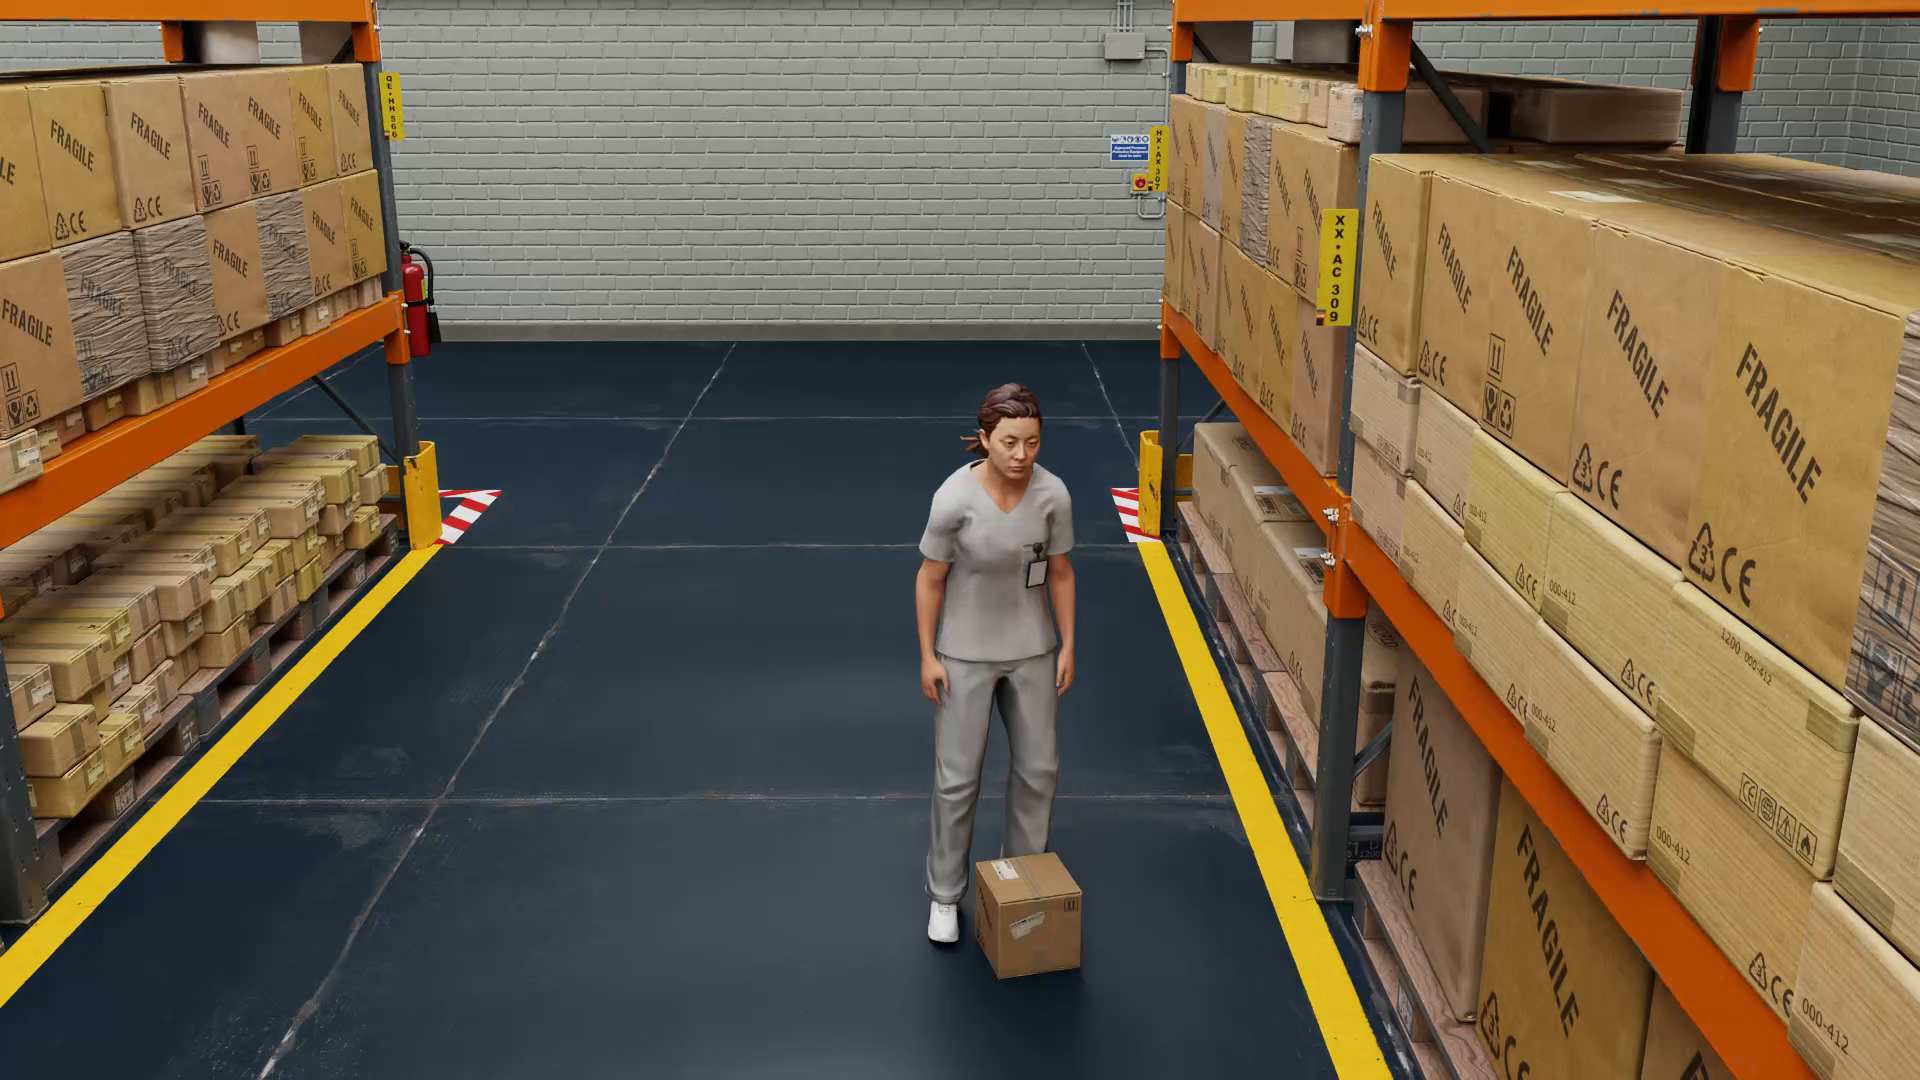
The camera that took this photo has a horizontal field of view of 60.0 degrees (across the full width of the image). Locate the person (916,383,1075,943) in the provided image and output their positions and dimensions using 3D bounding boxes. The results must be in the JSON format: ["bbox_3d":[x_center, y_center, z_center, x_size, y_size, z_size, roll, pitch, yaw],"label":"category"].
[{"bbox_3d":[0.114,0.356,4.910,0.486,1.666,0.363,-4,18,-13],"label":"person"}]
